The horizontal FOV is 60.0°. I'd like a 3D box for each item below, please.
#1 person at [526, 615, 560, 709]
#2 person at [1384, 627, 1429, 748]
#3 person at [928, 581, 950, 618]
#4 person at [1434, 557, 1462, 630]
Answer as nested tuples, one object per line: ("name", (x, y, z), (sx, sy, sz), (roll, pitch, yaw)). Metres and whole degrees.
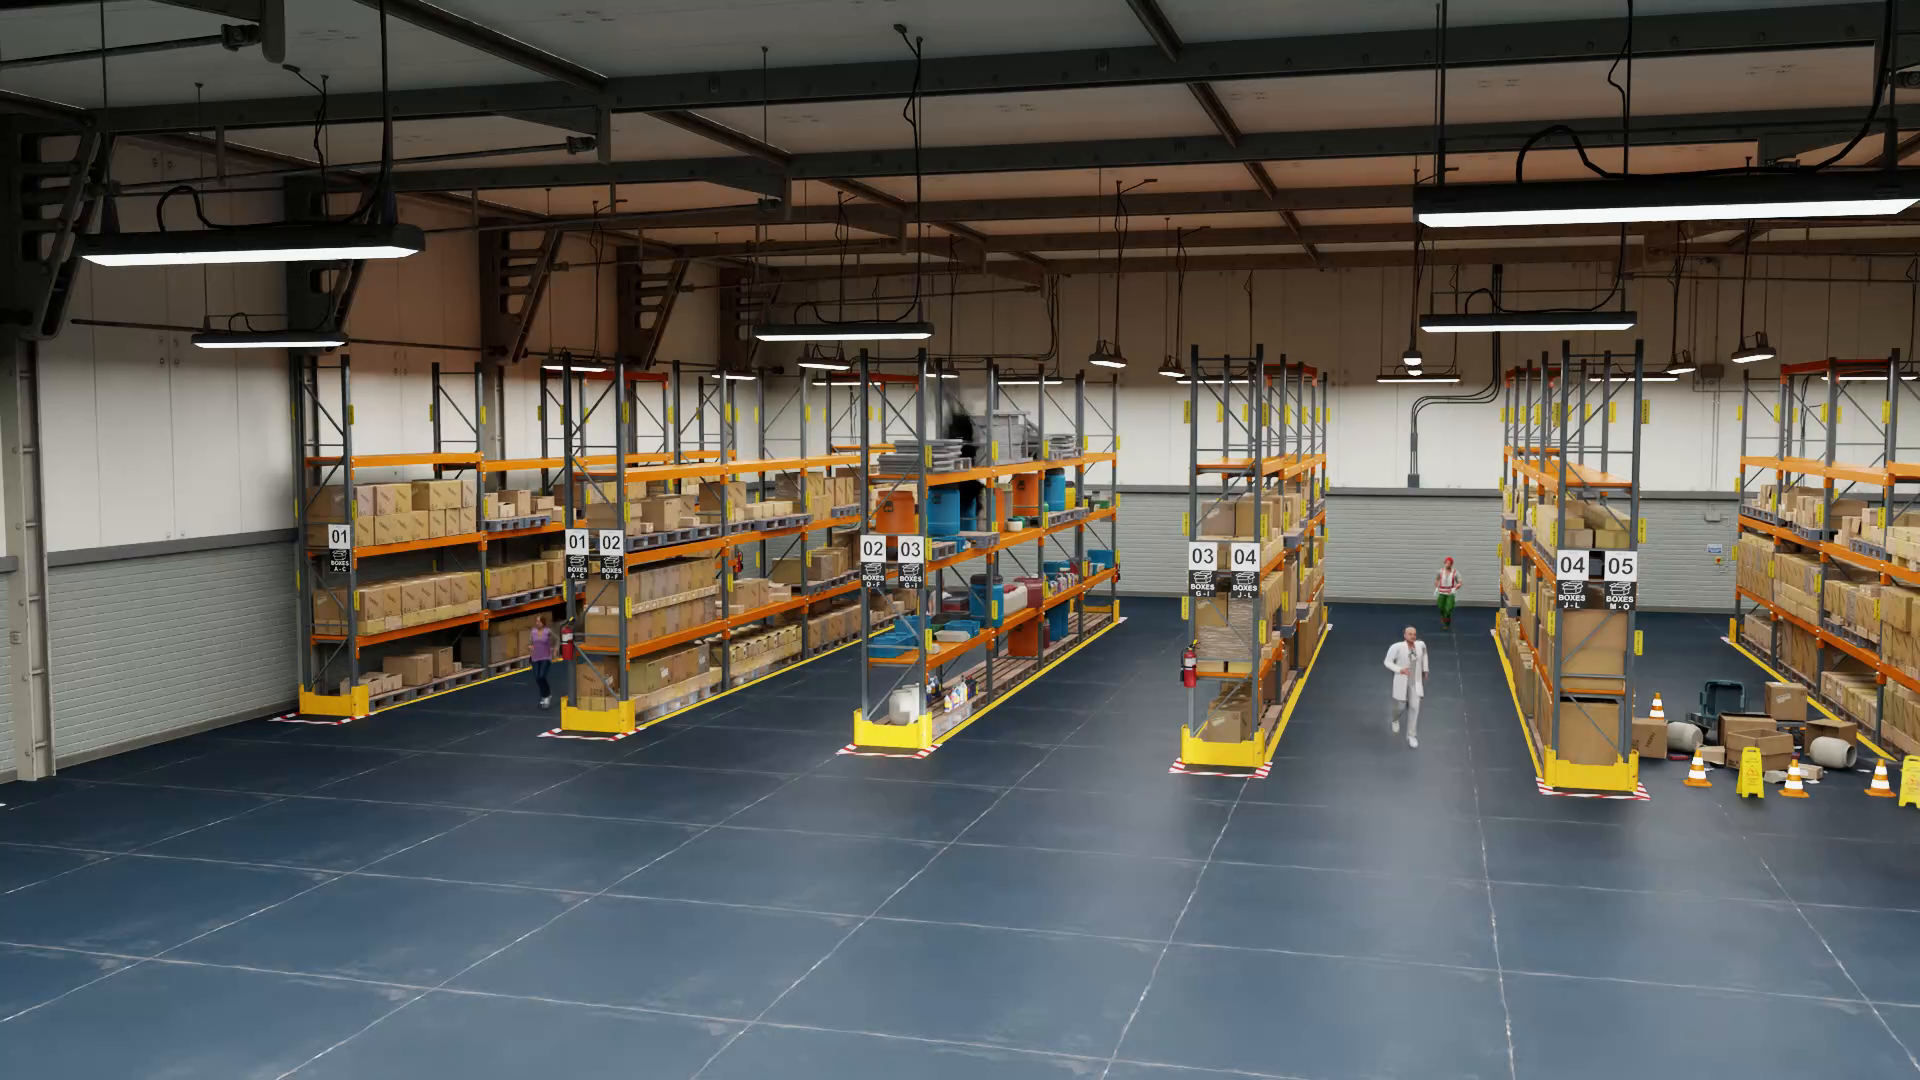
("person", (-7.140, 2.074, 28.385), (0.508, 1.598, 0.662), (1, 4, 8))
("person", (6.847, 2.205, 25.492), (0.734, 1.782, 1.106), (0, 4, -4))
("person", (-0.390, 1.627, 34.163), (0.547, 1.654, 0.877), (1, 4, 13))
("person", (11.328, 1.258, 38.648), (0.627, 1.720, 0.590), (2, 5, 25))
